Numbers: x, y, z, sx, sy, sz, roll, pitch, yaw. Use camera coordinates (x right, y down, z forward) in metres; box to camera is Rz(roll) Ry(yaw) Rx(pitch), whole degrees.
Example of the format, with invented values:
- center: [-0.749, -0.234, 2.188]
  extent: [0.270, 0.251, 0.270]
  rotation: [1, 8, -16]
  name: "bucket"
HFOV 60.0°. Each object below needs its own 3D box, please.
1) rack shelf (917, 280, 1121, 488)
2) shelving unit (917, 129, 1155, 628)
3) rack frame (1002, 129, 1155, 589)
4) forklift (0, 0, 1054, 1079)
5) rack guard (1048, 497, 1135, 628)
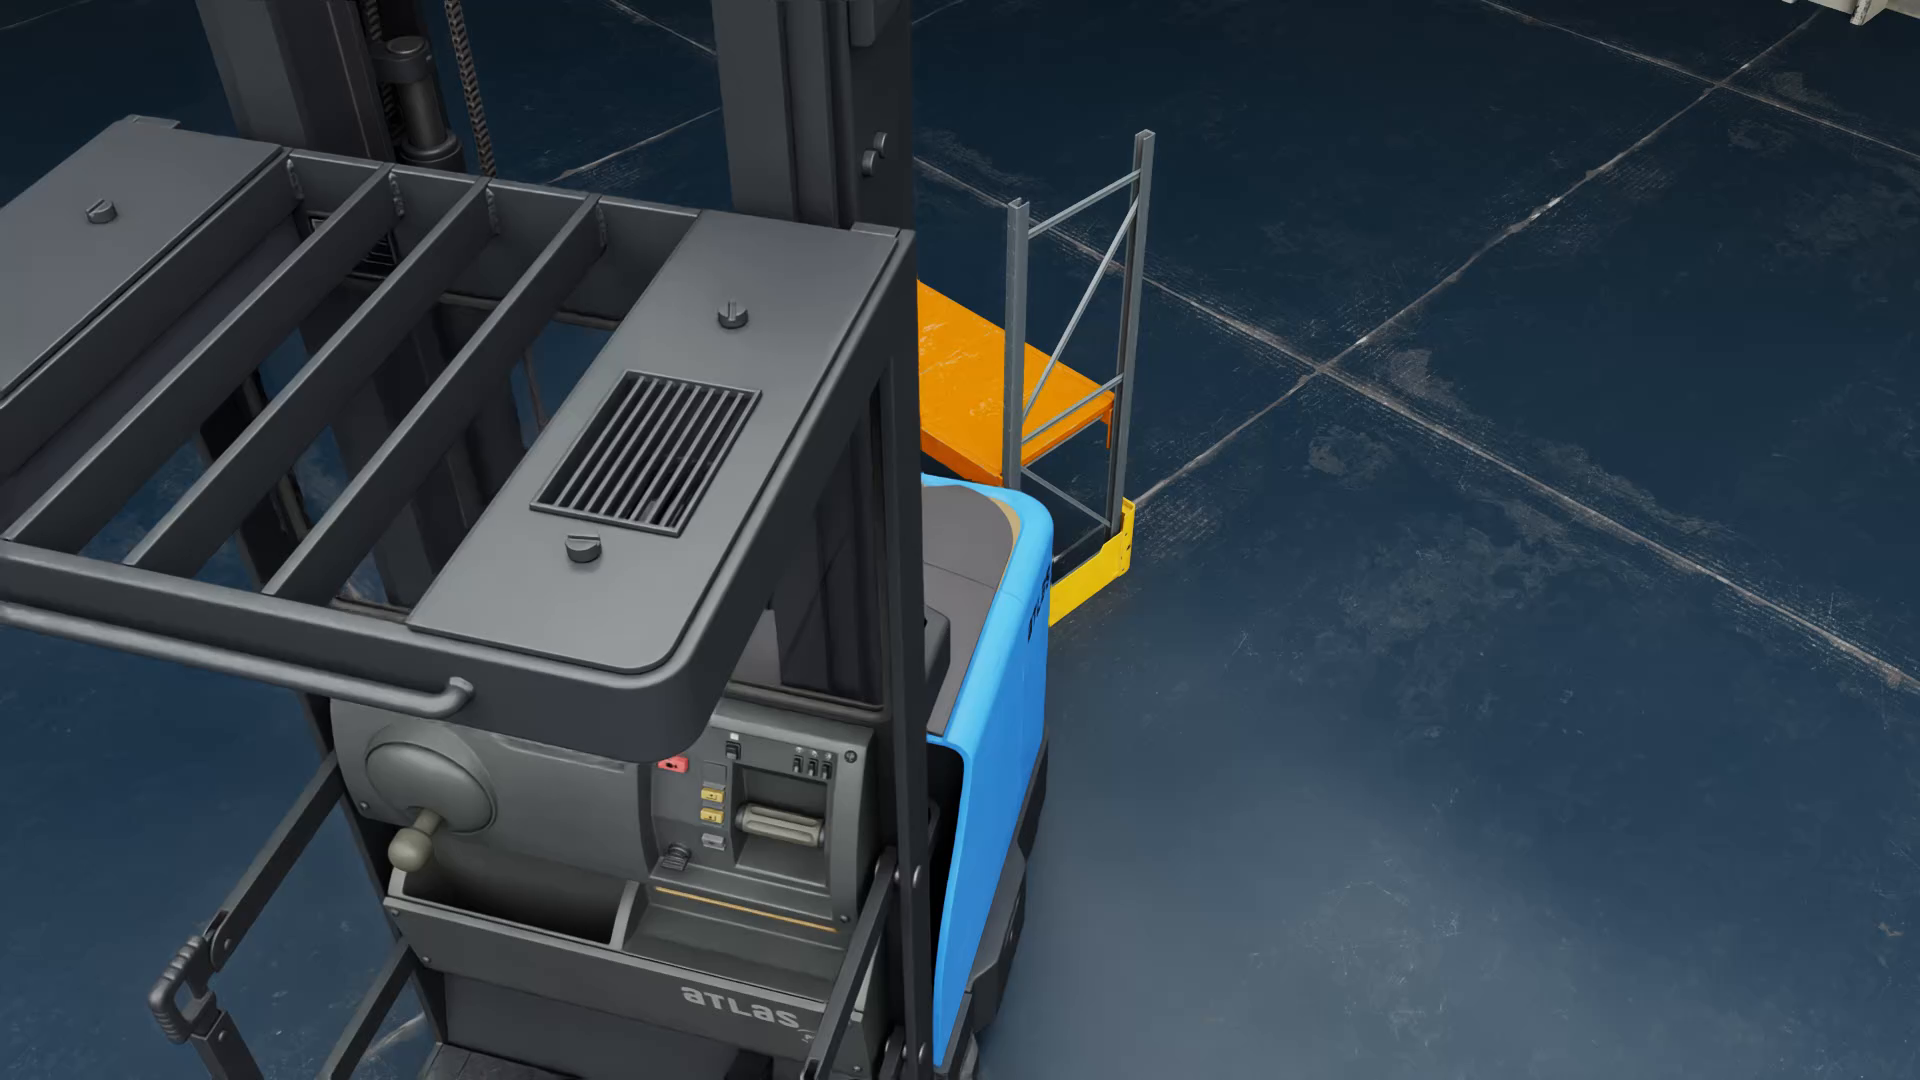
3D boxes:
- center: [-0.060, -0.460, 4.907]
  extent: [0.538, 0.185, 1.000]
  rotation: [-34, 53, -31]
  name: "rack shelf"
- center: [-0.054, -0.587, 4.781]
  extent: [0.587, 1.500, 1.083]
  rotation: [-34, 53, -31]
  name: "shelving unit"
- center: [0.299, -0.348, 4.521]
  extent: [0.500, 1.500, 0.032]
  rotation: [-34, 53, -31]
  name: "rack frame"
- center: [-0.654, 0.489, 2.562]
  extent: [1.130, 2.935, 3.031]
  rotation: [11, 44, 11]
  name: "forklift"
- center: [0.298, 0.111, 4.946]
  extent: [0.587, 0.250, 0.087]
  rotation: [-34, 53, -31]
  name: "rack guard"
